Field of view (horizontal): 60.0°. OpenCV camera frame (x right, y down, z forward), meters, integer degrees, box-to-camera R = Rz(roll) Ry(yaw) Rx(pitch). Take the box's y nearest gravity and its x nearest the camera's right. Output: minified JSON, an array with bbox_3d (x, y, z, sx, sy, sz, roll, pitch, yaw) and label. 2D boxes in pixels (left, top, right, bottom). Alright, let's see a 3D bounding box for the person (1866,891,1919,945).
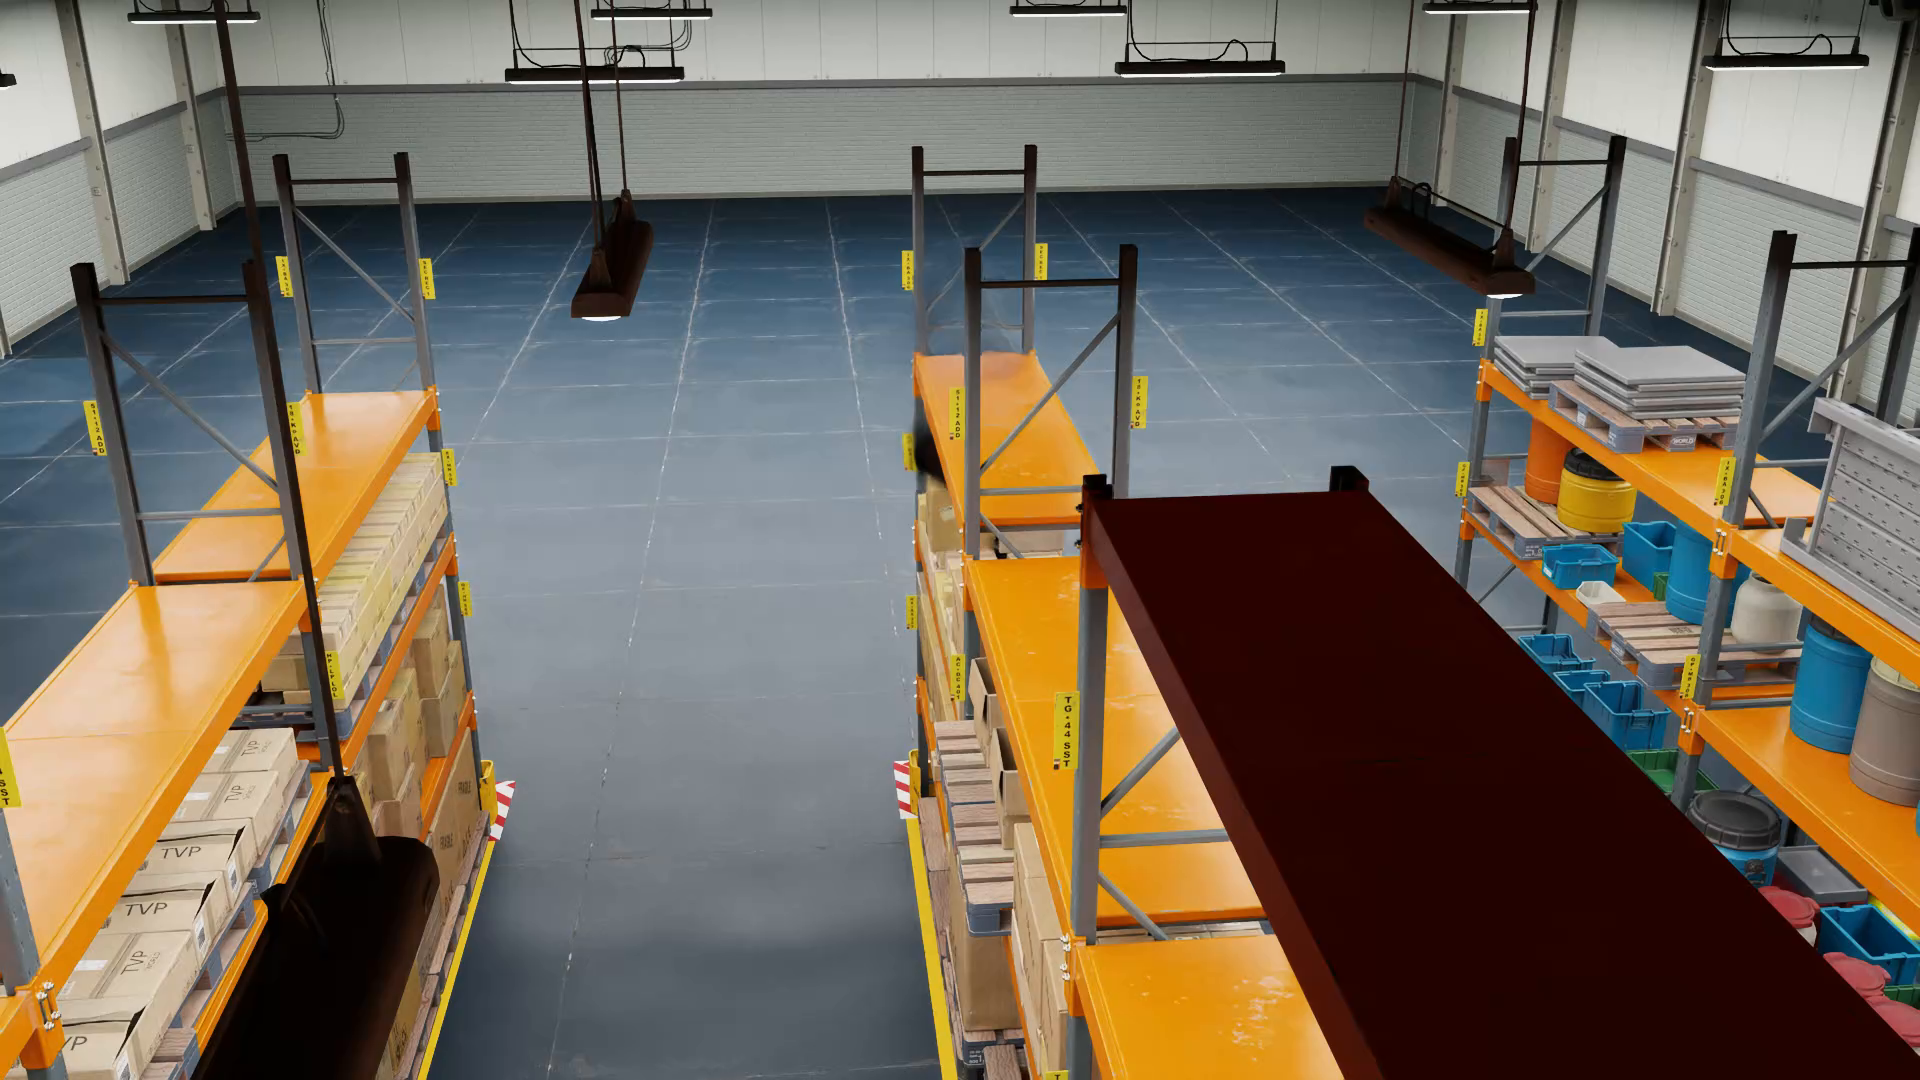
[{"bbox_3d":[6.791,2.918,12.060,0.746,1.715,1.060,-1,22,-3],"label":"person"}]
